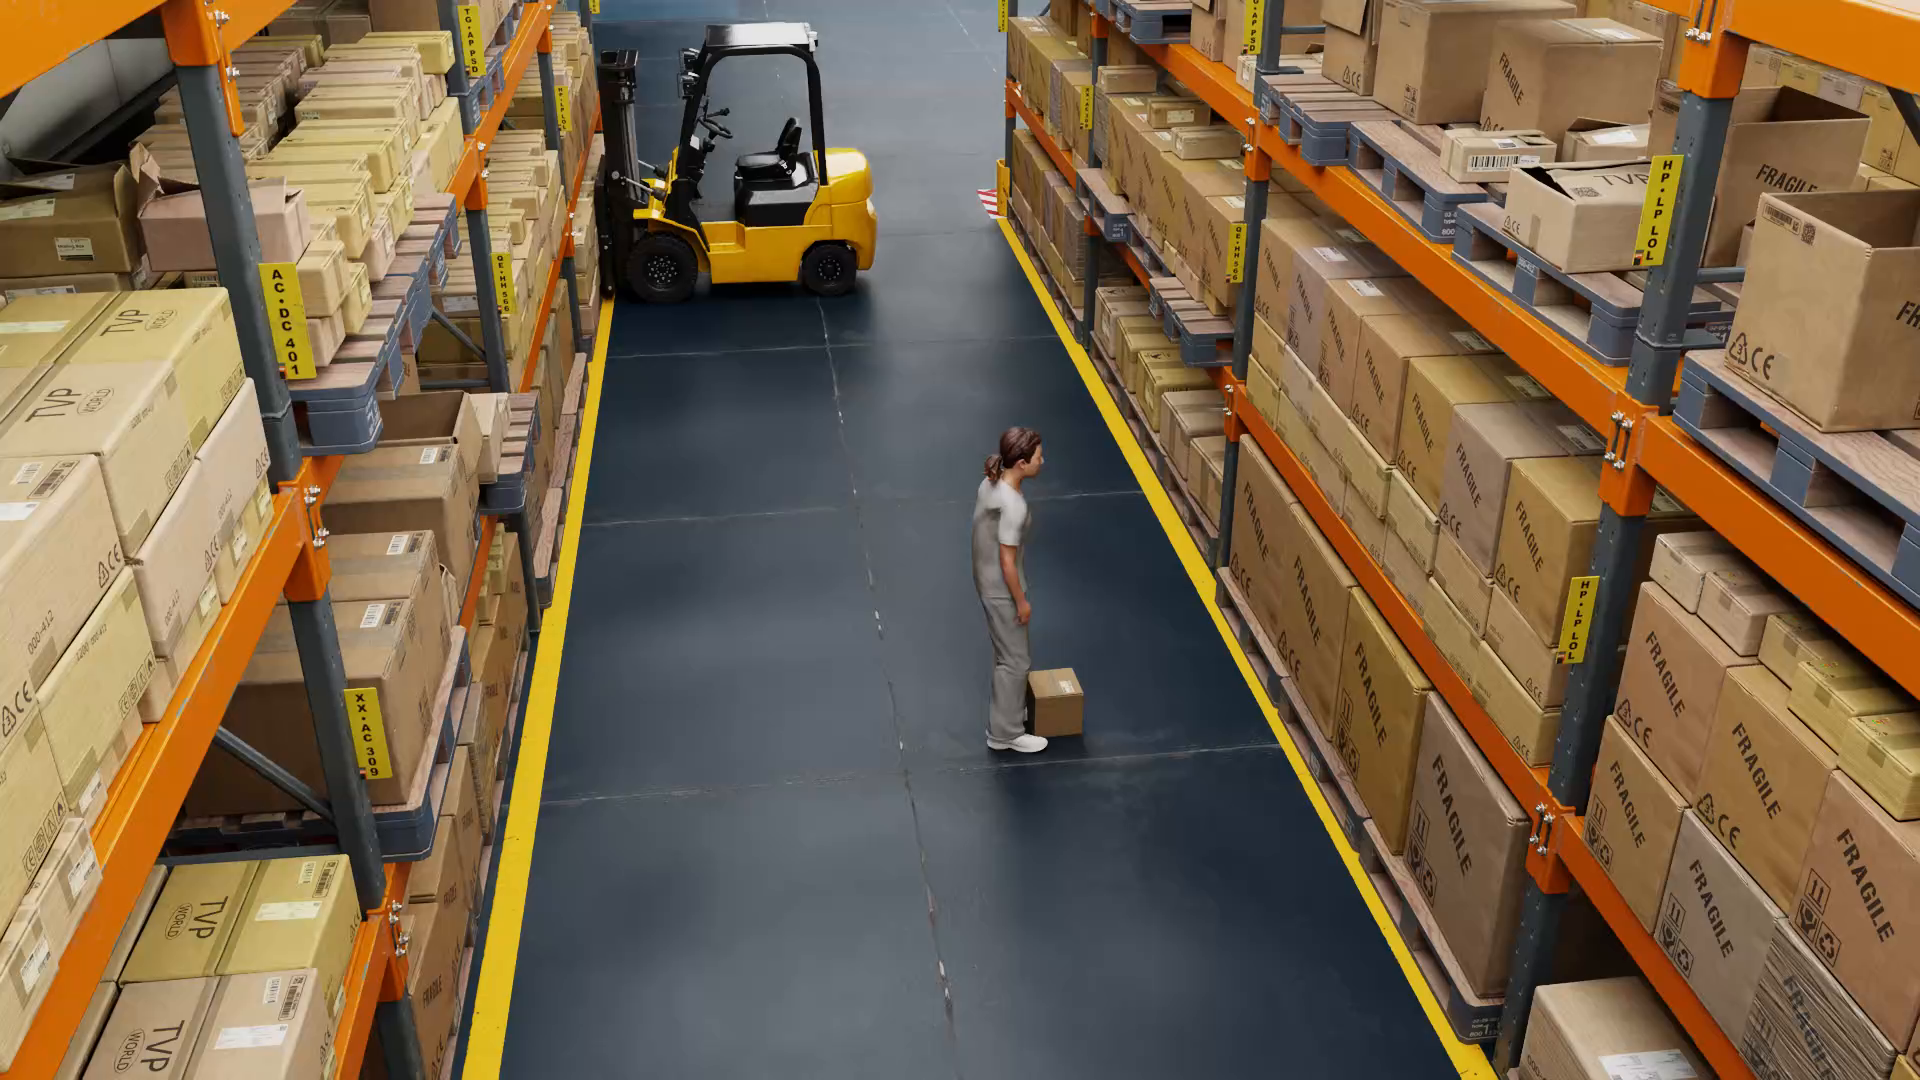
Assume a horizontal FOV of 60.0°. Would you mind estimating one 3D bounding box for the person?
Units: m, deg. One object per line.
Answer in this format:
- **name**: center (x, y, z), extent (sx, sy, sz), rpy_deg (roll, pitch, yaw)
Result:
- **person**: center (0.263, 0.226, 8.181), extent (0.404, 1.673, 0.486), rpy_deg (-3, 27, -7)
